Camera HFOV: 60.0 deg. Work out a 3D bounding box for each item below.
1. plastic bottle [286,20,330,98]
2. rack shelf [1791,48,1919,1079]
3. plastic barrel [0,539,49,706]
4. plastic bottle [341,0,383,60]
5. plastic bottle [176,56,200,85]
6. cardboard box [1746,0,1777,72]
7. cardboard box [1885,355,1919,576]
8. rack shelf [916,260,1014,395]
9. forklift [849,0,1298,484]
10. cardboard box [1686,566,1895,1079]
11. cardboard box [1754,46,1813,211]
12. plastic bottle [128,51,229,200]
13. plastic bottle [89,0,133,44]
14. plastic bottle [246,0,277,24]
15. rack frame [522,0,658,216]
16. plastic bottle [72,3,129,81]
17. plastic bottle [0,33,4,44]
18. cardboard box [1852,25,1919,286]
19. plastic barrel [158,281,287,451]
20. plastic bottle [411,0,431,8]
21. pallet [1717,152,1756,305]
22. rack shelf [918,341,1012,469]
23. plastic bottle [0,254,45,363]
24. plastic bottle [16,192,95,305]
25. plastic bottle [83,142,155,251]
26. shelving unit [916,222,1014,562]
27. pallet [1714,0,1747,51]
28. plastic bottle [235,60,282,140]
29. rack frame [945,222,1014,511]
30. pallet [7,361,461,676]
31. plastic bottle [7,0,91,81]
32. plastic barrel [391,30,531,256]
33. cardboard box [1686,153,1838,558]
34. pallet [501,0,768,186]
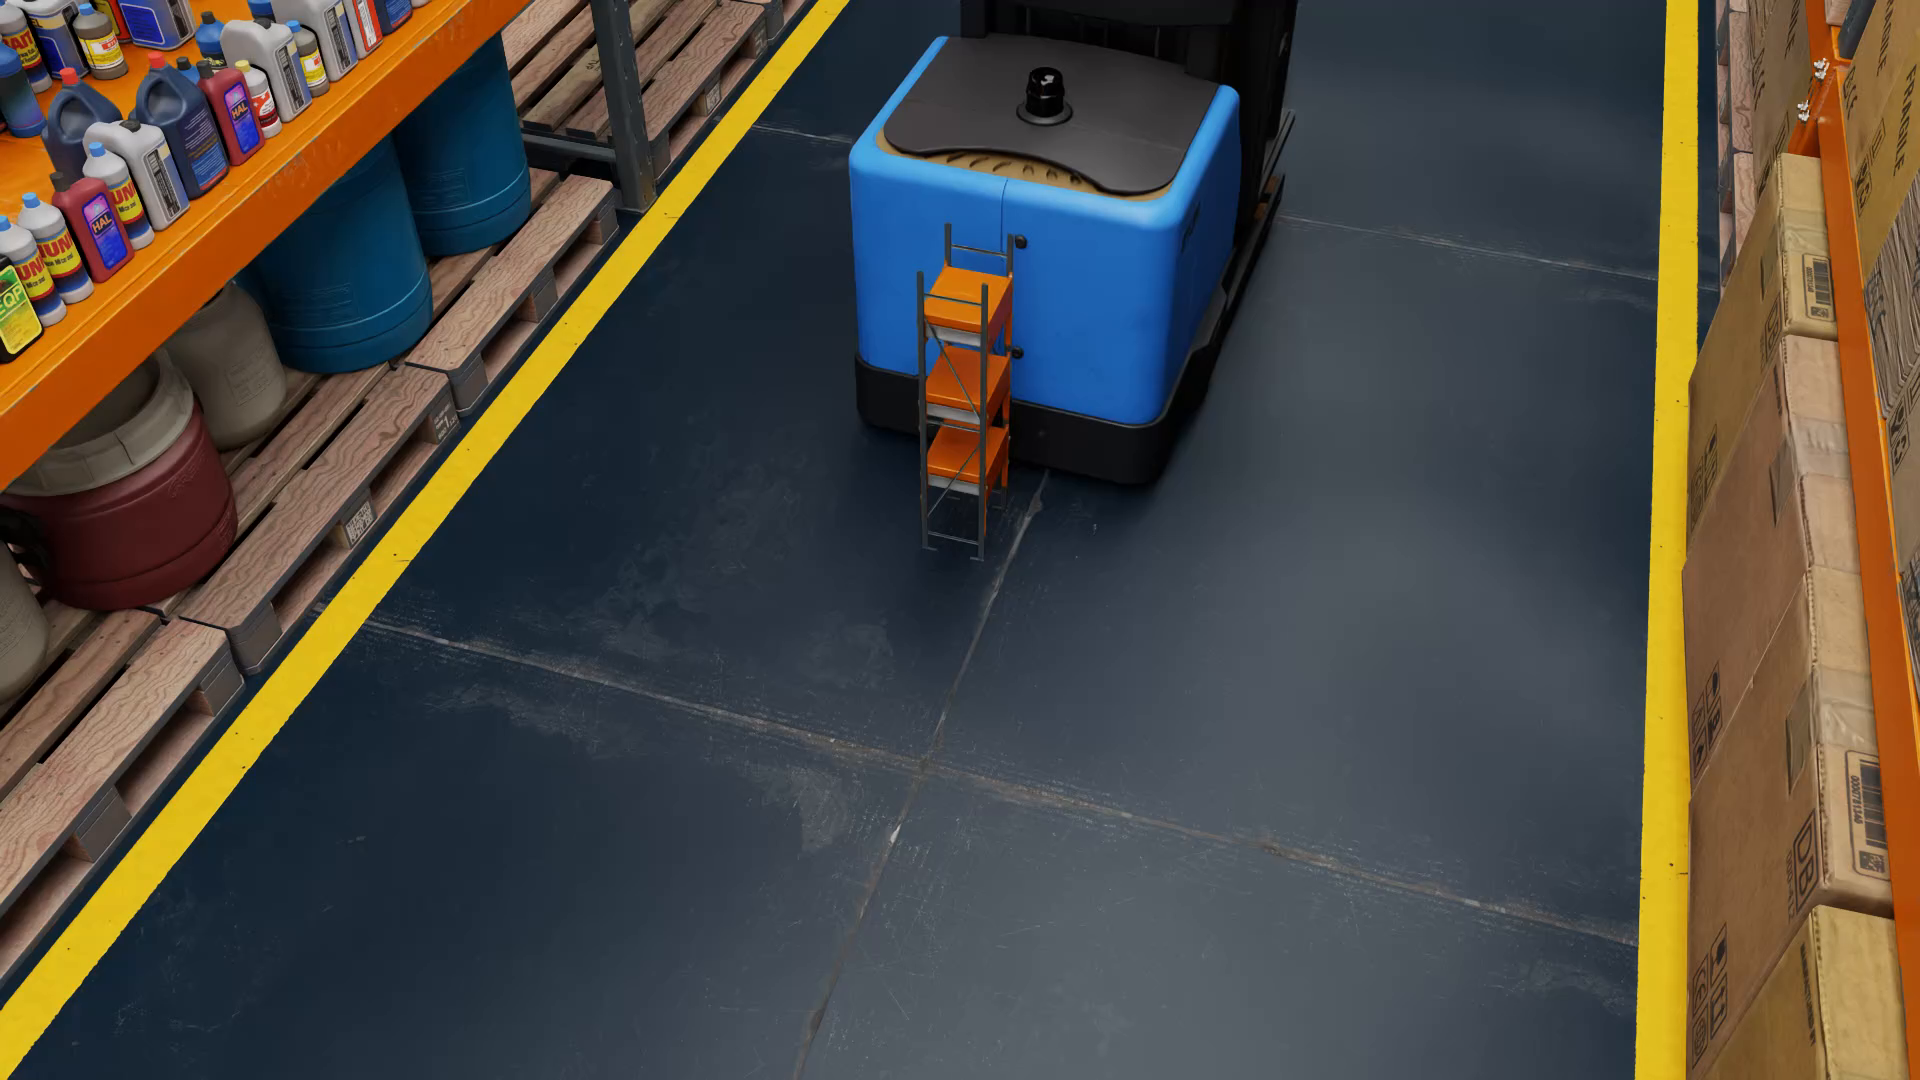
[{"bbox_3d":[-1.826,-1.341,4.618,0.097,0.201,0.097,0,44,0],"label":"plastic bottle"},{"bbox_3d":[2.413,0.144,3.473,1.077,0.370,4.000,13,46,13],"label":"rack shelf"},{"bbox_3d":[-2.695,0.185,4.395,0.421,0.512,0.421,0,44,0],"label":"plastic barrel"},{"bbox_3d":[-1.776,-1.541,4.768,0.152,0.276,0.135,13,46,13],"label":"plastic bottle"},{"bbox_3d":[-1.994,-1.135,4.358,0.097,0.271,0.097,0,44,0],"label":"plastic bottle"},{"bbox_3d":[3.837,-2.453,6.831,0.875,0.875,0.875,13,46,13],"label":"cardboard box"},{"bbox_3d":[2.187,-0.214,3.253,0.500,0.500,0.500,13,46,13],"label":"cardboard box"},{"bbox_3d":[0.016,-0.606,4.728,0.215,0.259,0.240,13,46,13],"label":"rack shelf"},{"bbox_3d":[0.631,-2.273,5.477,1.130,2.935,3.031,14,46,14],"label":"forklift"},{"bbox_3d":[2.314,0.781,3.526,1.225,0.875,0.875,13,46,13],"label":"cardboard box"},{"bbox_3d":[3.295,-1.260,5.612,0.875,0.875,0.875,13,46,13],"label":"cardboard box"},{"bbox_3d":[-2.002,-1.062,4.226,0.144,0.351,0.185,13,46,13],"label":"plastic bottle"},{"bbox_3d":[-2.485,-1.606,4.836,0.152,0.276,0.135,13,46,13],"label":"plastic bottle"},{"bbox_3d":[-1.941,-1.463,4.693,0.097,0.271,0.097,0,44,0],"label":"plastic bottle"},{"bbox_3d":[-1.701,-2.496,5.656,1.000,3.000,0.127,13,46,13],"label":"rack frame"},{"bbox_3d":[-2.431,-1.411,4.689,0.097,0.201,0.097,0,44,0],"label":"plastic bottle"},{"bbox_3d":[-2.646,-1.314,4.540,0.097,0.271,0.097,0,44,0],"label":"plastic bottle"},{"bbox_3d":[2.490,-0.893,3.947,0.500,0.500,0.500,13,46,13],"label":"cardboard box"},{"bbox_3d":[-2.353,-0.568,5.164,0.421,0.512,0.421,0,44,0],"label":"plastic barrel"},{"bbox_3d":[-1.668,-1.796,4.976,0.144,0.351,0.185,13,46,13],"label":"plastic bottle"},{"bbox_3d":[3.324,-0.940,6.060,1.003,0.211,1.213,13,46,13],"label":"pallet"},{"bbox_3d":[0.016,-0.403,4.927,0.215,0.259,0.240,13,46,13],"label":"rack shelf"},{"bbox_3d":[-2.180,-0.550,3.750,0.061,0.283,0.133,13,46,13],"label":"plastic bottle"},{"bbox_3d":[-2.133,-0.691,3.903,0.097,0.271,0.097,0,44,0],"label":"plastic bottle"},{"bbox_3d":[-2.063,-0.845,4.061,0.097,0.271,0.097,0,44,0],"label":"plastic bottle"},{"bbox_3d":[0.016,-0.411,4.919,0.215,1.050,0.252,13,46,13],"label":"shelving unit"},{"bbox_3d":[4.063,-2.567,7.722,1.003,0.211,1.213,13,46,13],"label":"pallet"},{"bbox_3d":[-1.896,-1.186,4.460,0.097,0.201,0.097,0,44,0],"label":"plastic bottle"},{"bbox_3d":[0.053,-0.492,5.002,0.200,1.050,0.008,13,46,13],"label":"rack frame"},{"bbox_3d":[-2.342,-0.178,5.281,1.003,0.211,1.213,13,46,13],"label":"pallet"},{"bbox_3d":[-2.555,-1.452,4.678,0.152,0.276,0.135,13,46,13],"label":"plastic bottle"},{"bbox_3d":[-1.882,-1.537,5.876,0.600,0.901,0.708,13,46,13],"label":"plastic barrel"},{"bbox_3d":[2.844,-0.406,4.740,1.225,0.875,0.875,13,46,13],"label":"cardboard box"},{"bbox_3d":[-1.516,-1.997,7.140,1.003,0.211,1.213,13,46,13],"label":"pallet"}]
